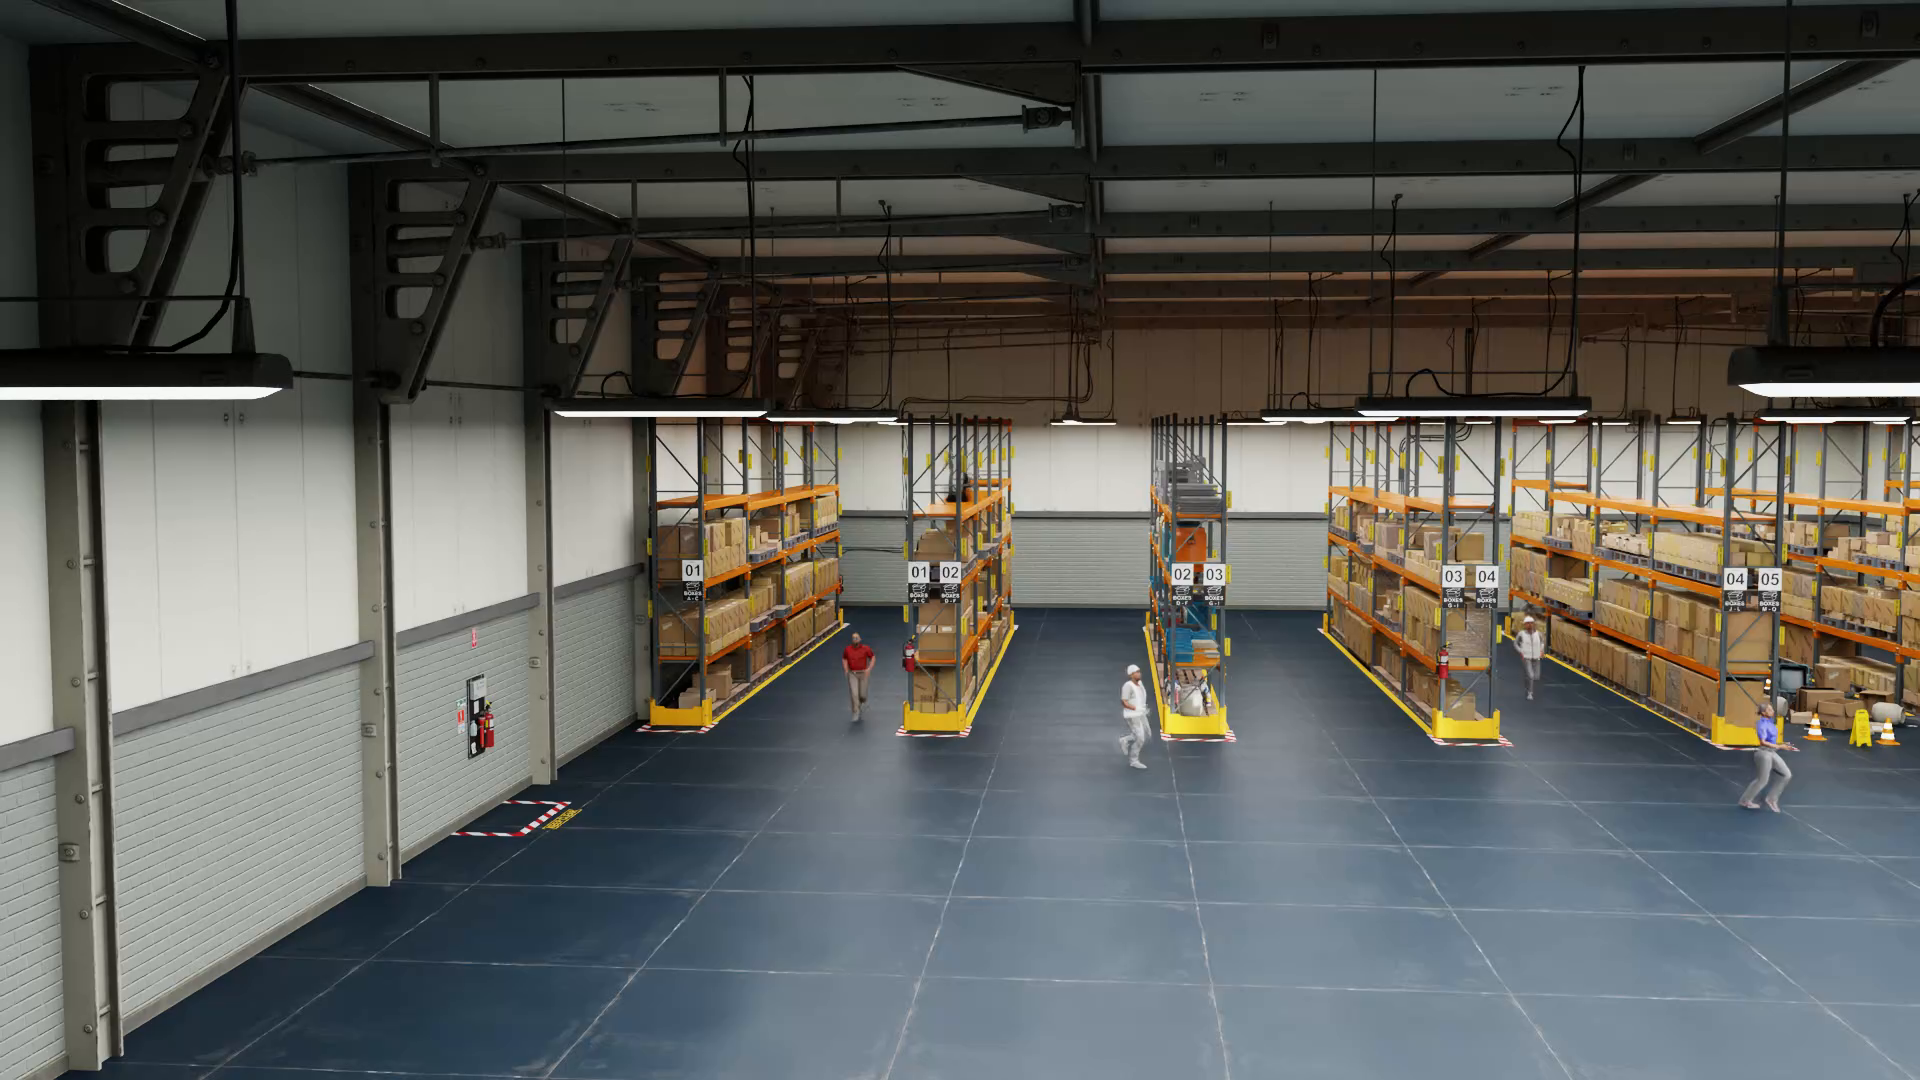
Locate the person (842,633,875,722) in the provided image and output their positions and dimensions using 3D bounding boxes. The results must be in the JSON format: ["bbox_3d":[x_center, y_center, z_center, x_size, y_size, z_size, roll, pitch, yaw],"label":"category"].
[{"bbox_3d":[-1.993,2.679,32.746,0.667,1.734,0.712,0,4,4],"label":"person"}]

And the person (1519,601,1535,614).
[{"bbox_3d":[16.227,1.761,47.340,0.760,1.590,0.557,1,4,8],"label":"person"}]

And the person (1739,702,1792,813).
[{"bbox_3d":[12.049,3.249,24.827,0.703,1.663,0.582,3,5,42],"label":"person"}]

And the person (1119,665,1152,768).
[{"bbox_3d":[2.952,2.975,28.157,0.637,1.738,0.713,2,4,28],"label":"person"}]

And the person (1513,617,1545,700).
[{"bbox_3d":[12.071,2.491,35.262,0.660,1.748,0.601,0,4,1],"label":"person"}]
